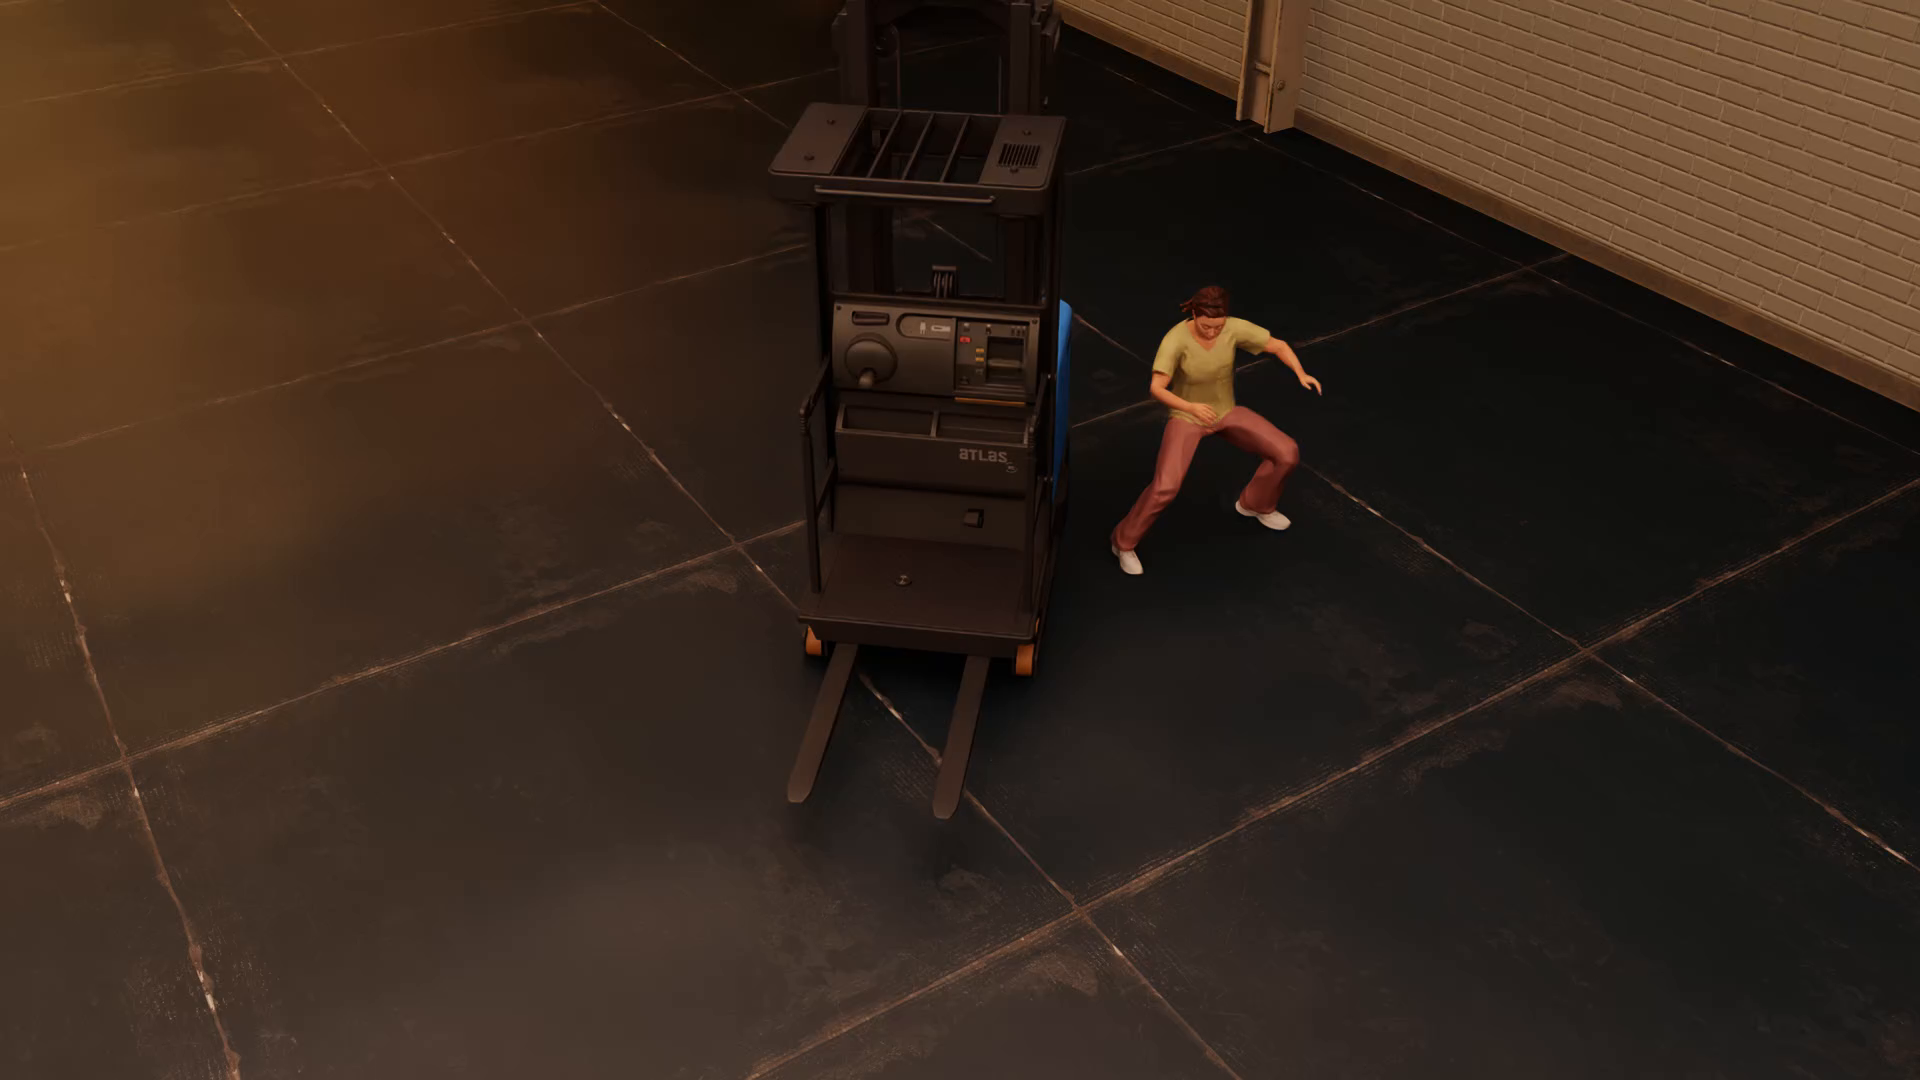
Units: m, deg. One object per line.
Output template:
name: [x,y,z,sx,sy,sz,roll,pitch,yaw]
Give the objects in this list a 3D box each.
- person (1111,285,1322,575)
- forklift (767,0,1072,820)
person: [1.256,-0.571,8.254,0.980,1.447,0.661,-6,36,-8]
forklift: [-0.141,-0.780,7.258,1.130,2.935,3.031,5,35,7]
